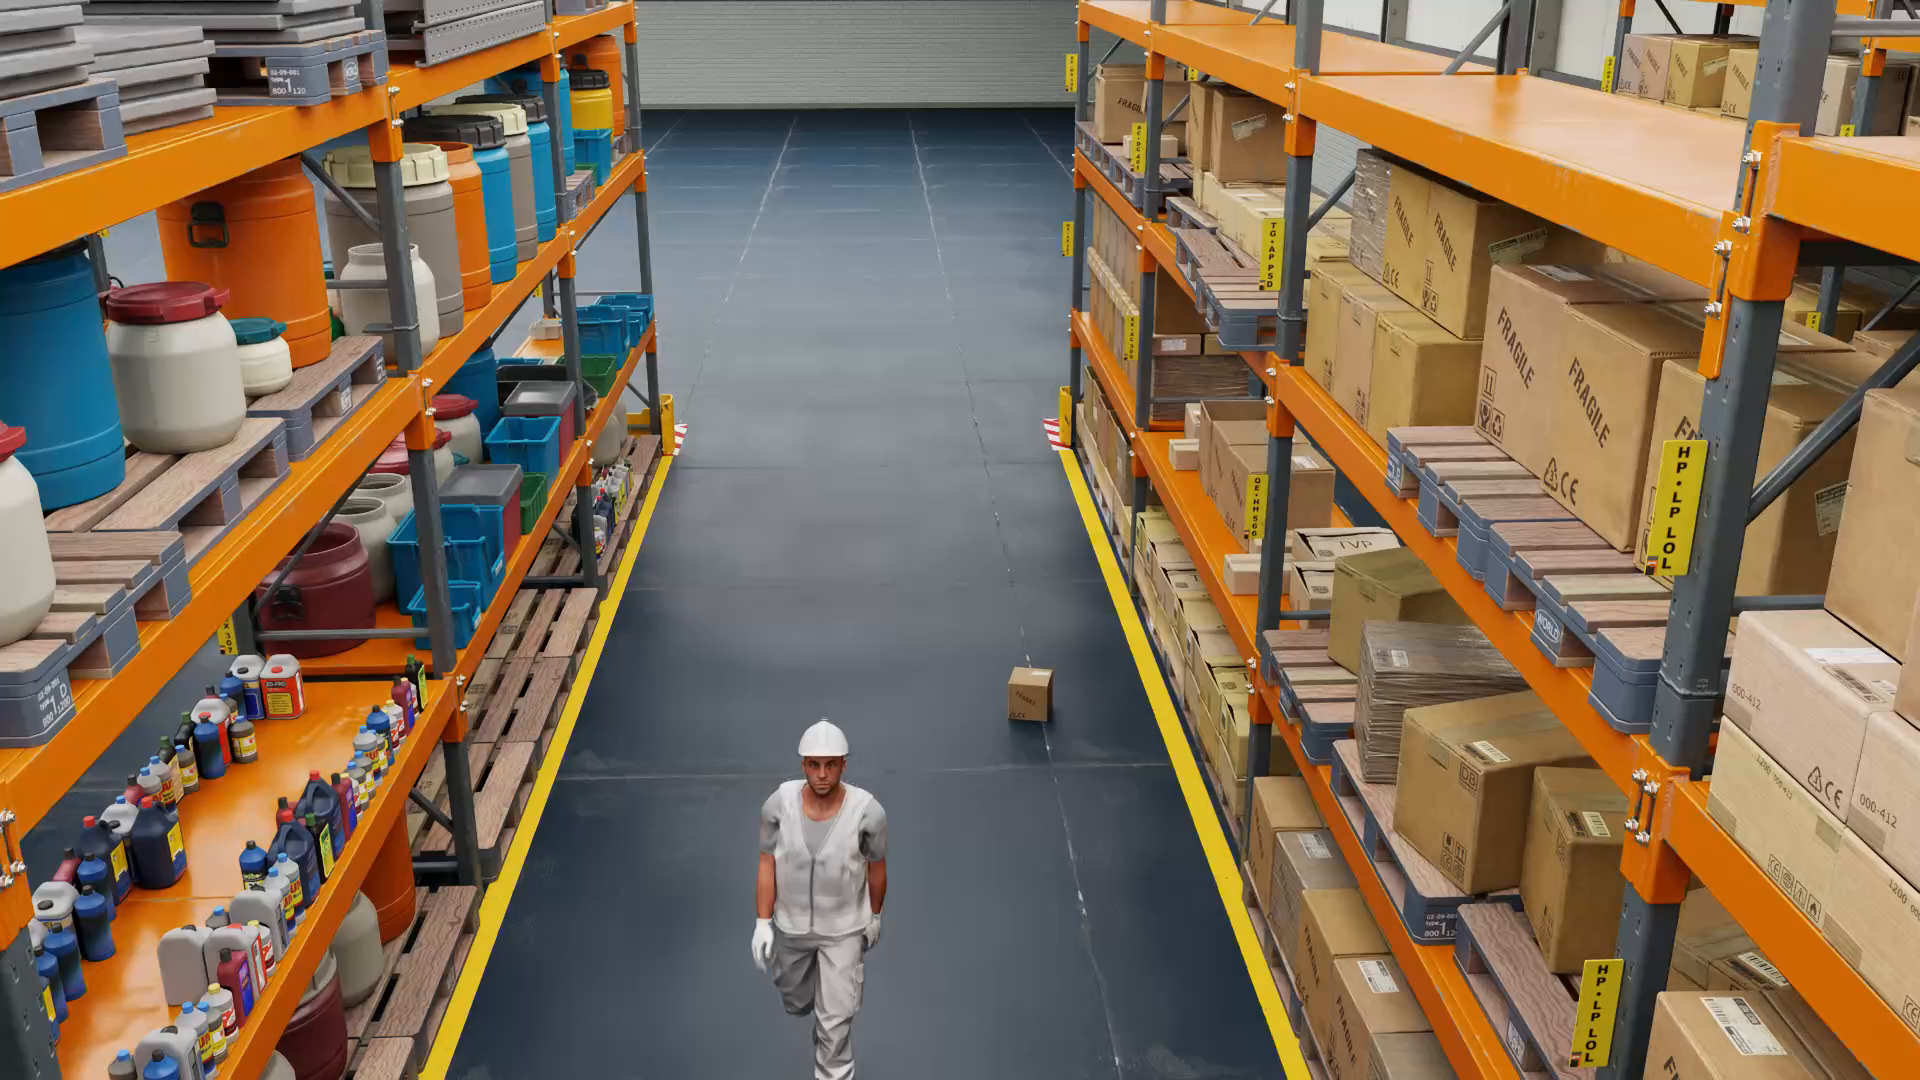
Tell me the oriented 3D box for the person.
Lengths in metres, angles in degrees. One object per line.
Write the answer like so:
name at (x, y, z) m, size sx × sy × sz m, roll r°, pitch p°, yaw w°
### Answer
person at (-0.689, 1.777, 6.198) m, size 0.533 × 1.748 × 0.938 m, roll 3°, pitch 20°, yaw 8°
